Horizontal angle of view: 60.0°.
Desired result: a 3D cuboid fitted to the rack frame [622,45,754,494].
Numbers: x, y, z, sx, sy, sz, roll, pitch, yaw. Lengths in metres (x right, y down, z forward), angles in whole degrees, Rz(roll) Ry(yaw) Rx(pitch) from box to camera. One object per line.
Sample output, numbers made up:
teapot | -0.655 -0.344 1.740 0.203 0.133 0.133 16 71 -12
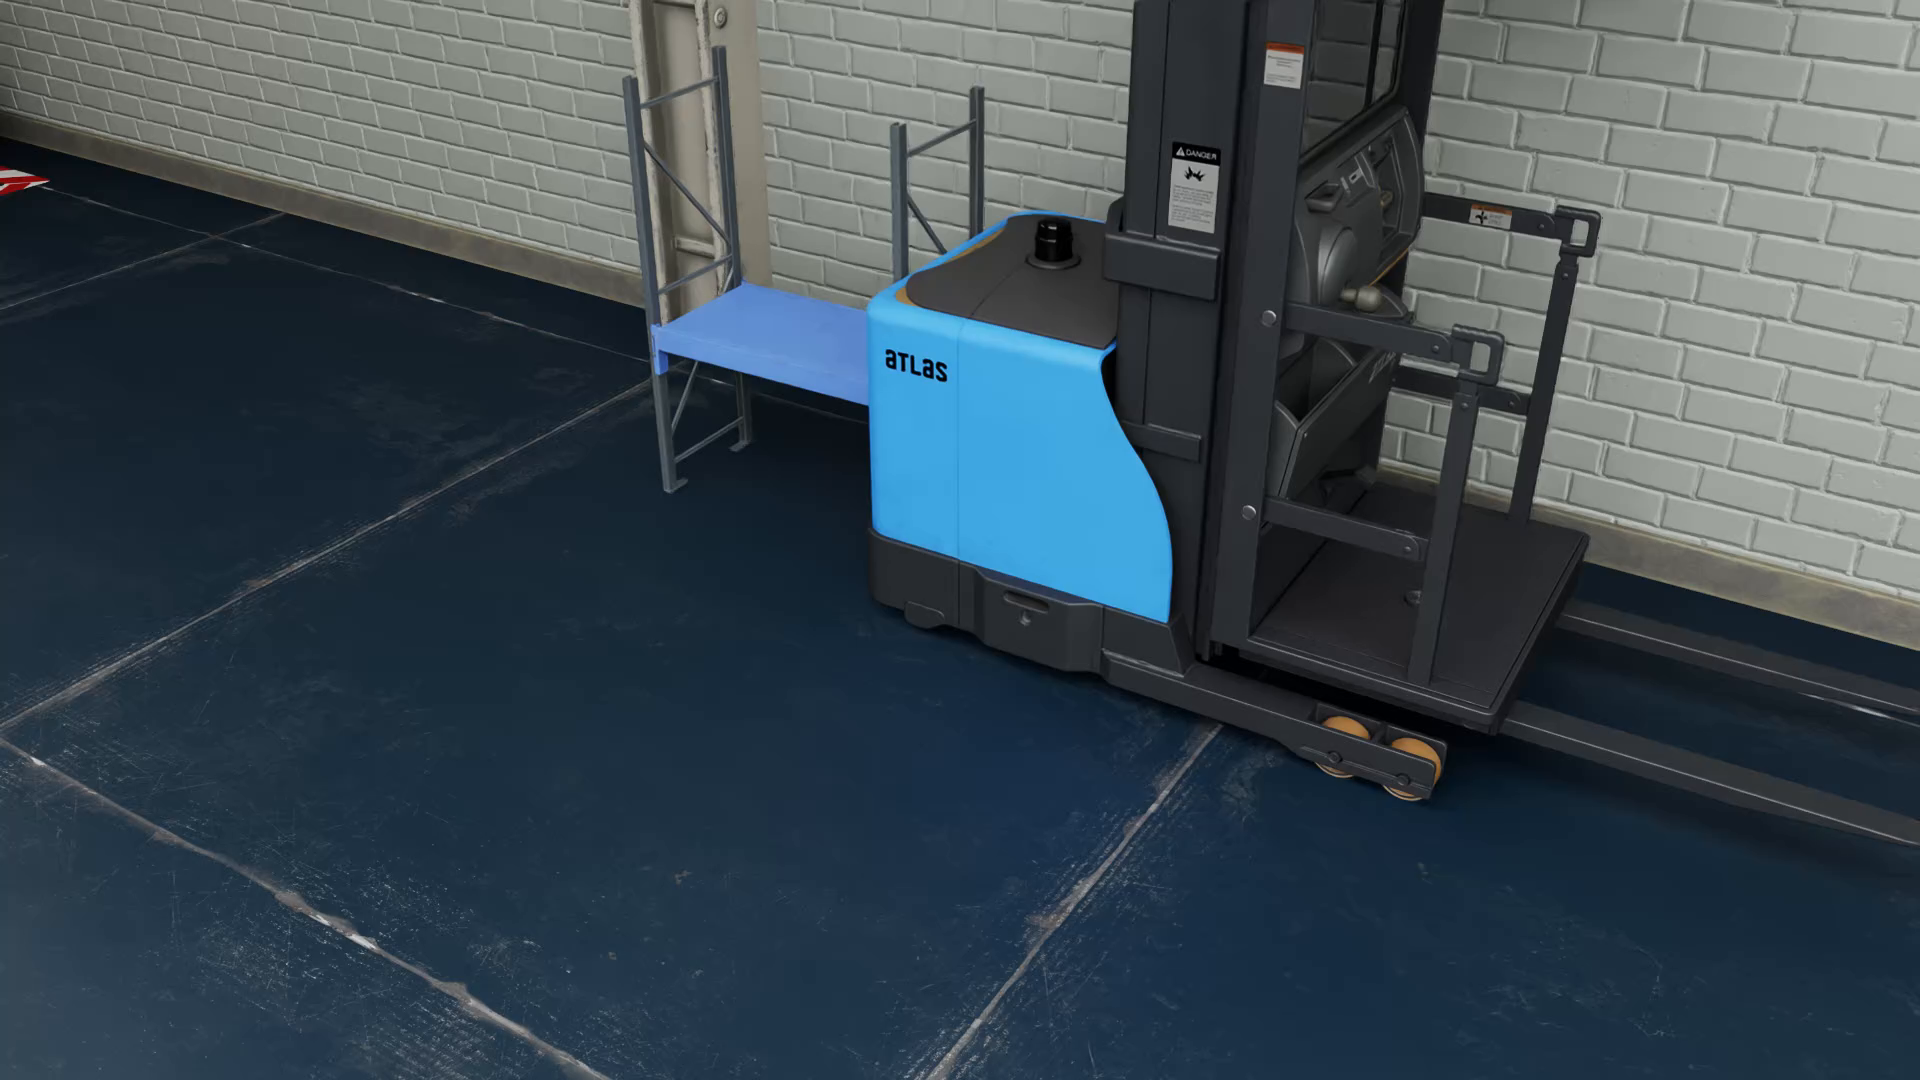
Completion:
rack frame | -0.937 -0.927 5.851 0.032 1.500 0.500 17 34 26

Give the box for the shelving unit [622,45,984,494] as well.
shelving unit | -0.501 -0.796 5.625 1.048 1.500 0.538 17 34 26

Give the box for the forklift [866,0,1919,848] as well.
forklift | 1.239 -0.863 4.321 3.031 2.935 1.130 17 34 26

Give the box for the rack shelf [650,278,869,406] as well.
rack shelf | -0.501 -0.640 5.716 1.000 0.185 0.538 17 34 26

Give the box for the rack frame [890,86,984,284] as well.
rack frame | -0.064 -0.664 5.400 0.032 1.500 0.500 17 34 26

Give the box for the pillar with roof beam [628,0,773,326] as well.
pillar with roof beam | -3.335 -2.907 1.803 0.400 9.000 9.100 18 35 27
